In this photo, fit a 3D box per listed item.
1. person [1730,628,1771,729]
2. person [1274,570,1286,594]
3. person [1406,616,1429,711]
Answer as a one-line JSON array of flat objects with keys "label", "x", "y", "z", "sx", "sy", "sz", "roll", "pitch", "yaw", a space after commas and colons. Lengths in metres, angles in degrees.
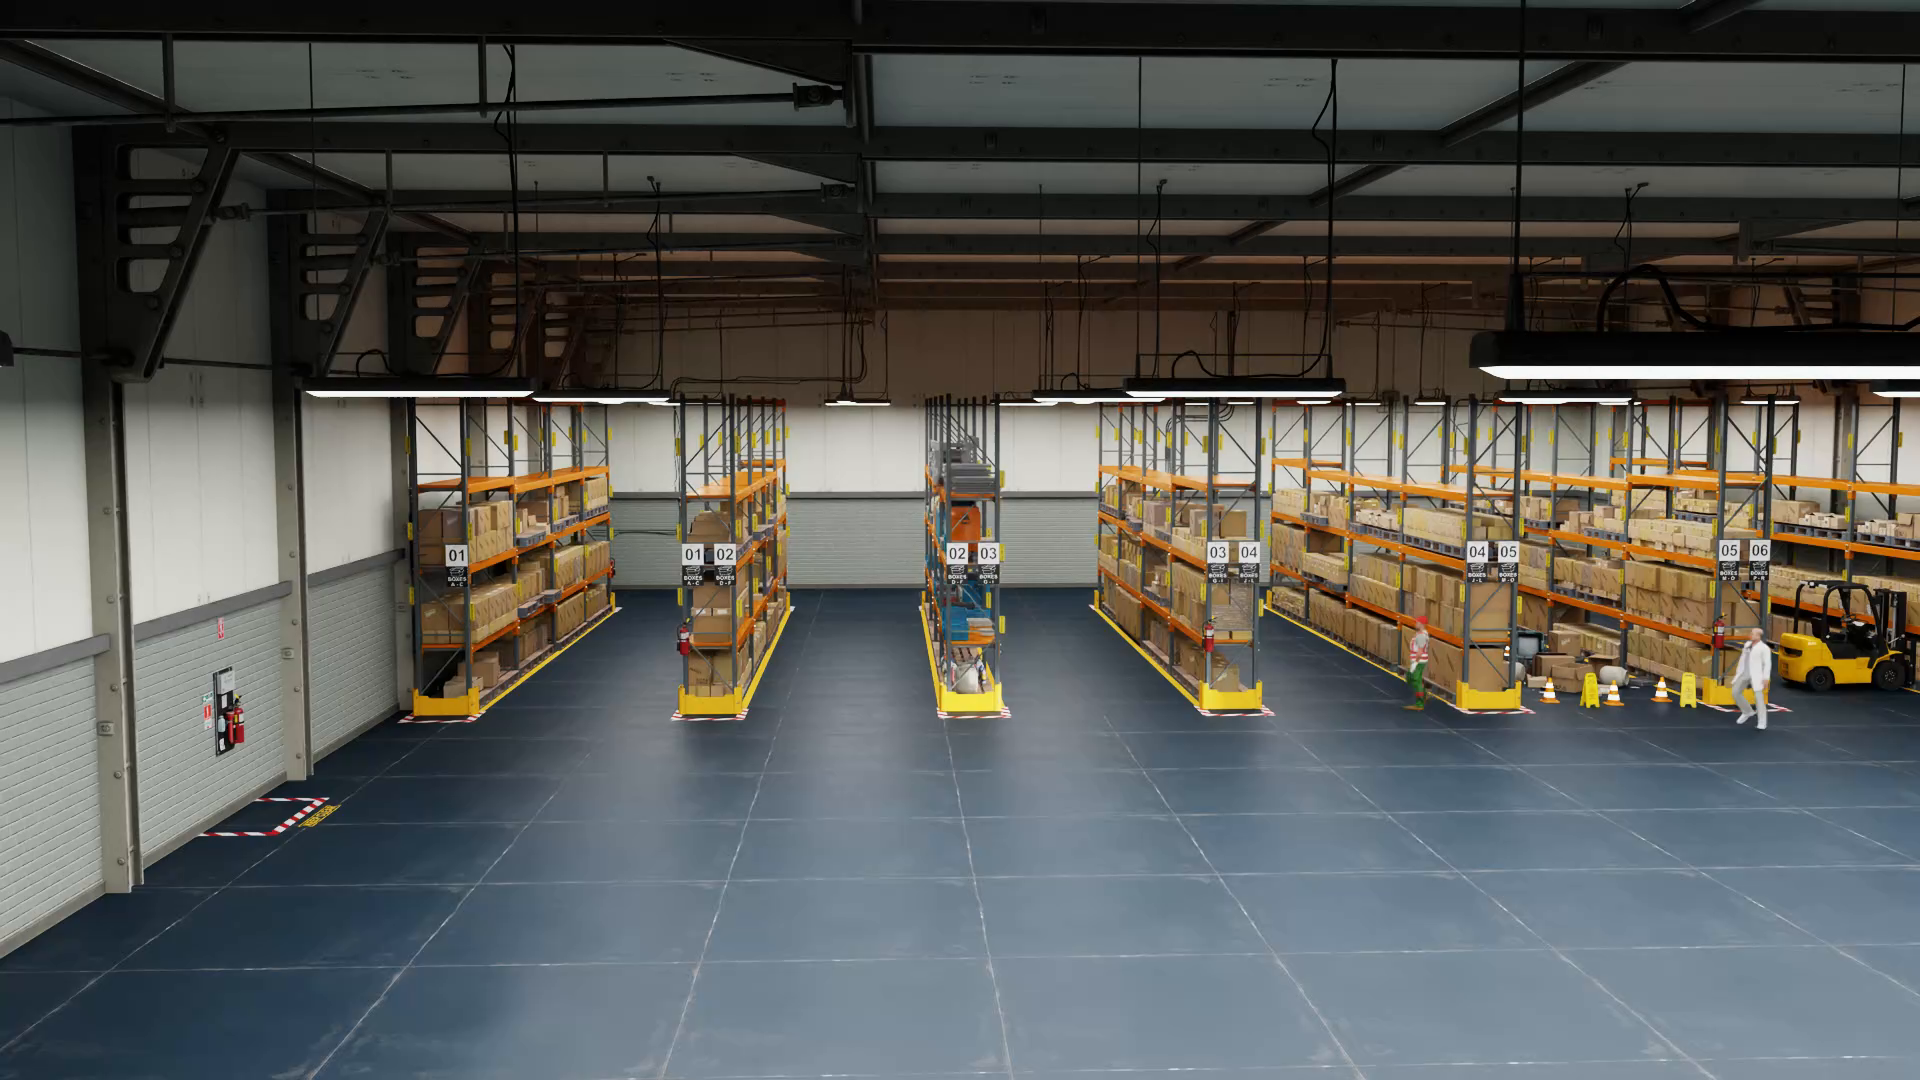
[{"label": "person", "x": 14.235, "y": 2.562, "z": 29.860, "sx": 0.503, "sy": 1.571, "sz": 0.687, "roll": -3, "pitch": 6, "yaw": -35}, {"label": "person", "x": 9.549, "y": 0.950, "z": 49.846, "sx": 0.501, "sy": 1.645, "sz": 0.449, "roll": -4, "pitch": 6, "yaw": -42}, {"label": "person", "x": 8.666, "y": 2.322, "z": 31.517, "sx": 0.462, "sy": 1.782, "sz": 0.617, "roll": 2, "pitch": 5, "yaw": 25}]
